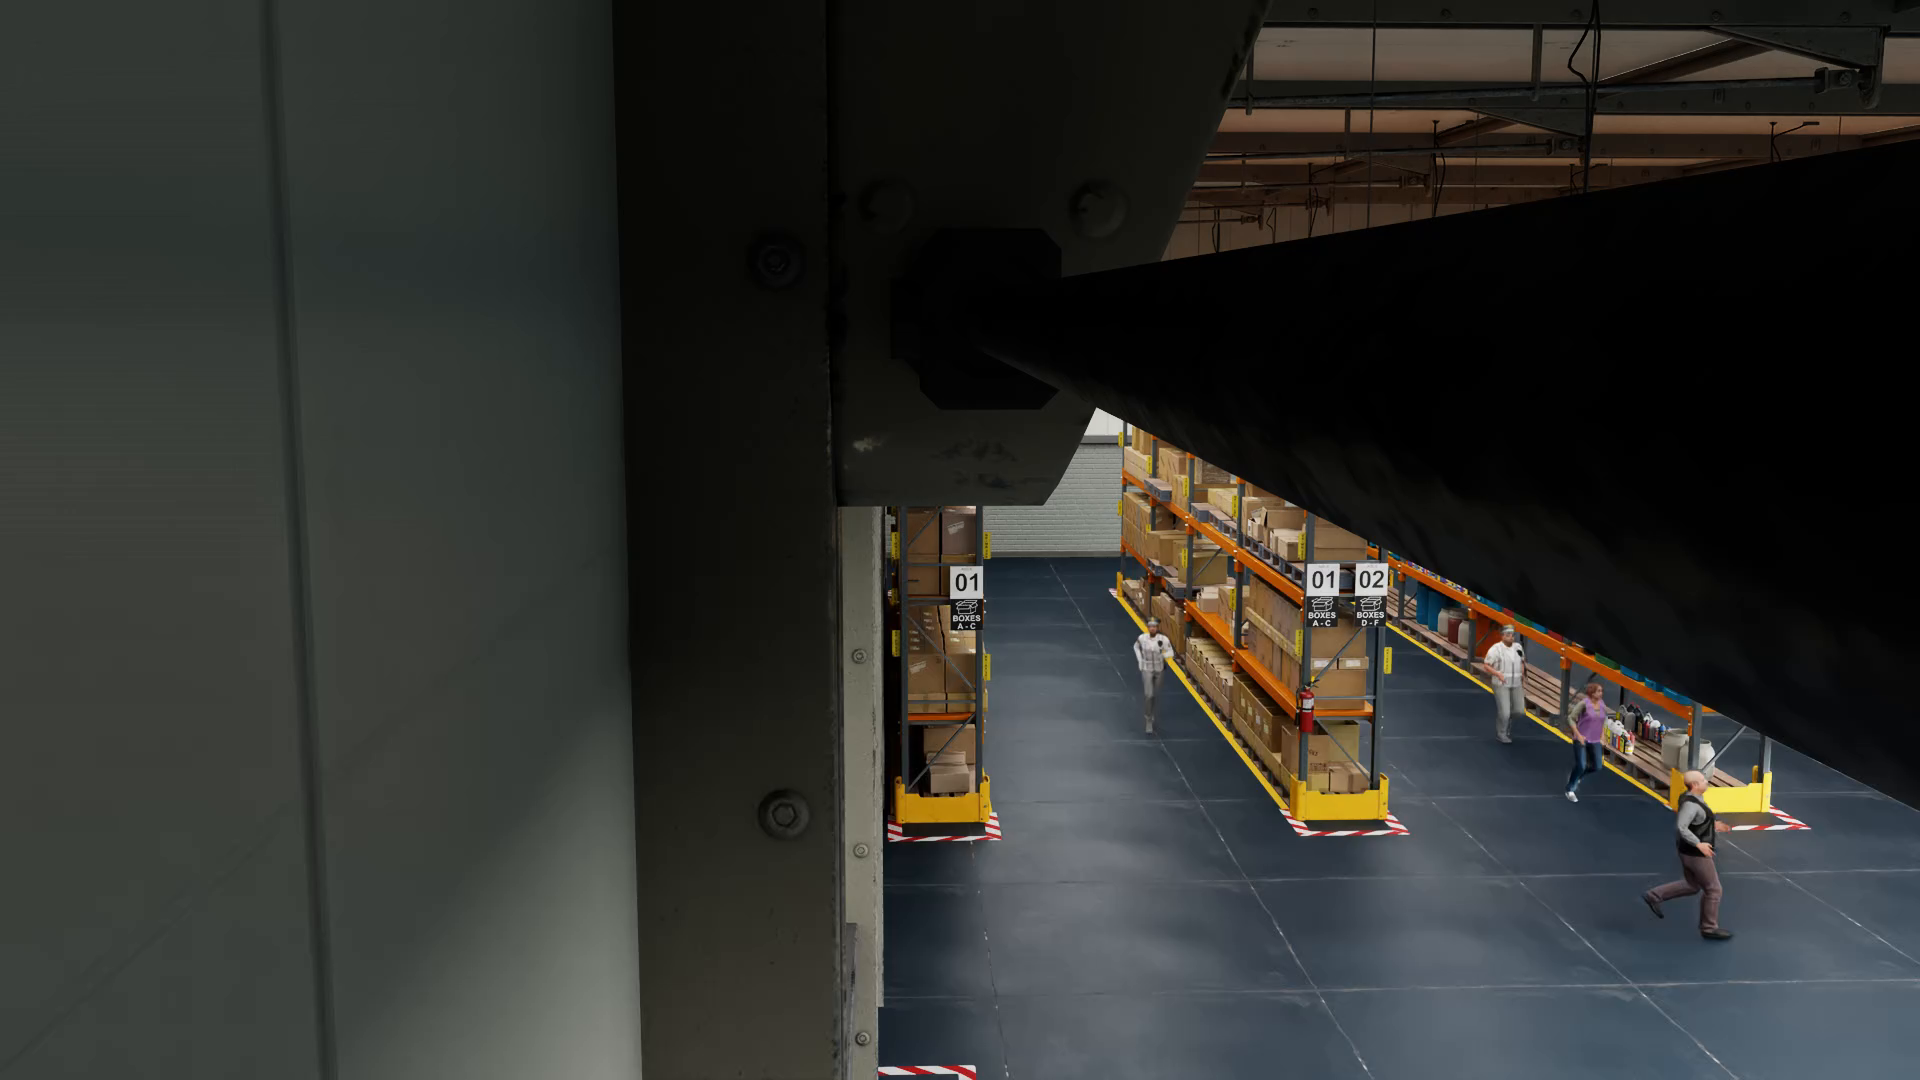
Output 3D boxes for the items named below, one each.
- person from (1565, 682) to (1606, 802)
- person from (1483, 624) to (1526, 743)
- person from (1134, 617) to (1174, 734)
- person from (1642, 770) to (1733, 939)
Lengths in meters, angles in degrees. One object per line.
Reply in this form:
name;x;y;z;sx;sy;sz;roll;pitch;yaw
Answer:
person;8.087;2.591;21.397;0.594;1.551;0.483;-2;8;-11
person;7.966;2.080;24.215;0.659;1.726;0.622;-1;8;-8
person;2.919;2.002;25.012;0.584;1.748;0.775;0;8;0
person;7.375;3.152;16.759;0.860;1.695;0.670;3;8;18
